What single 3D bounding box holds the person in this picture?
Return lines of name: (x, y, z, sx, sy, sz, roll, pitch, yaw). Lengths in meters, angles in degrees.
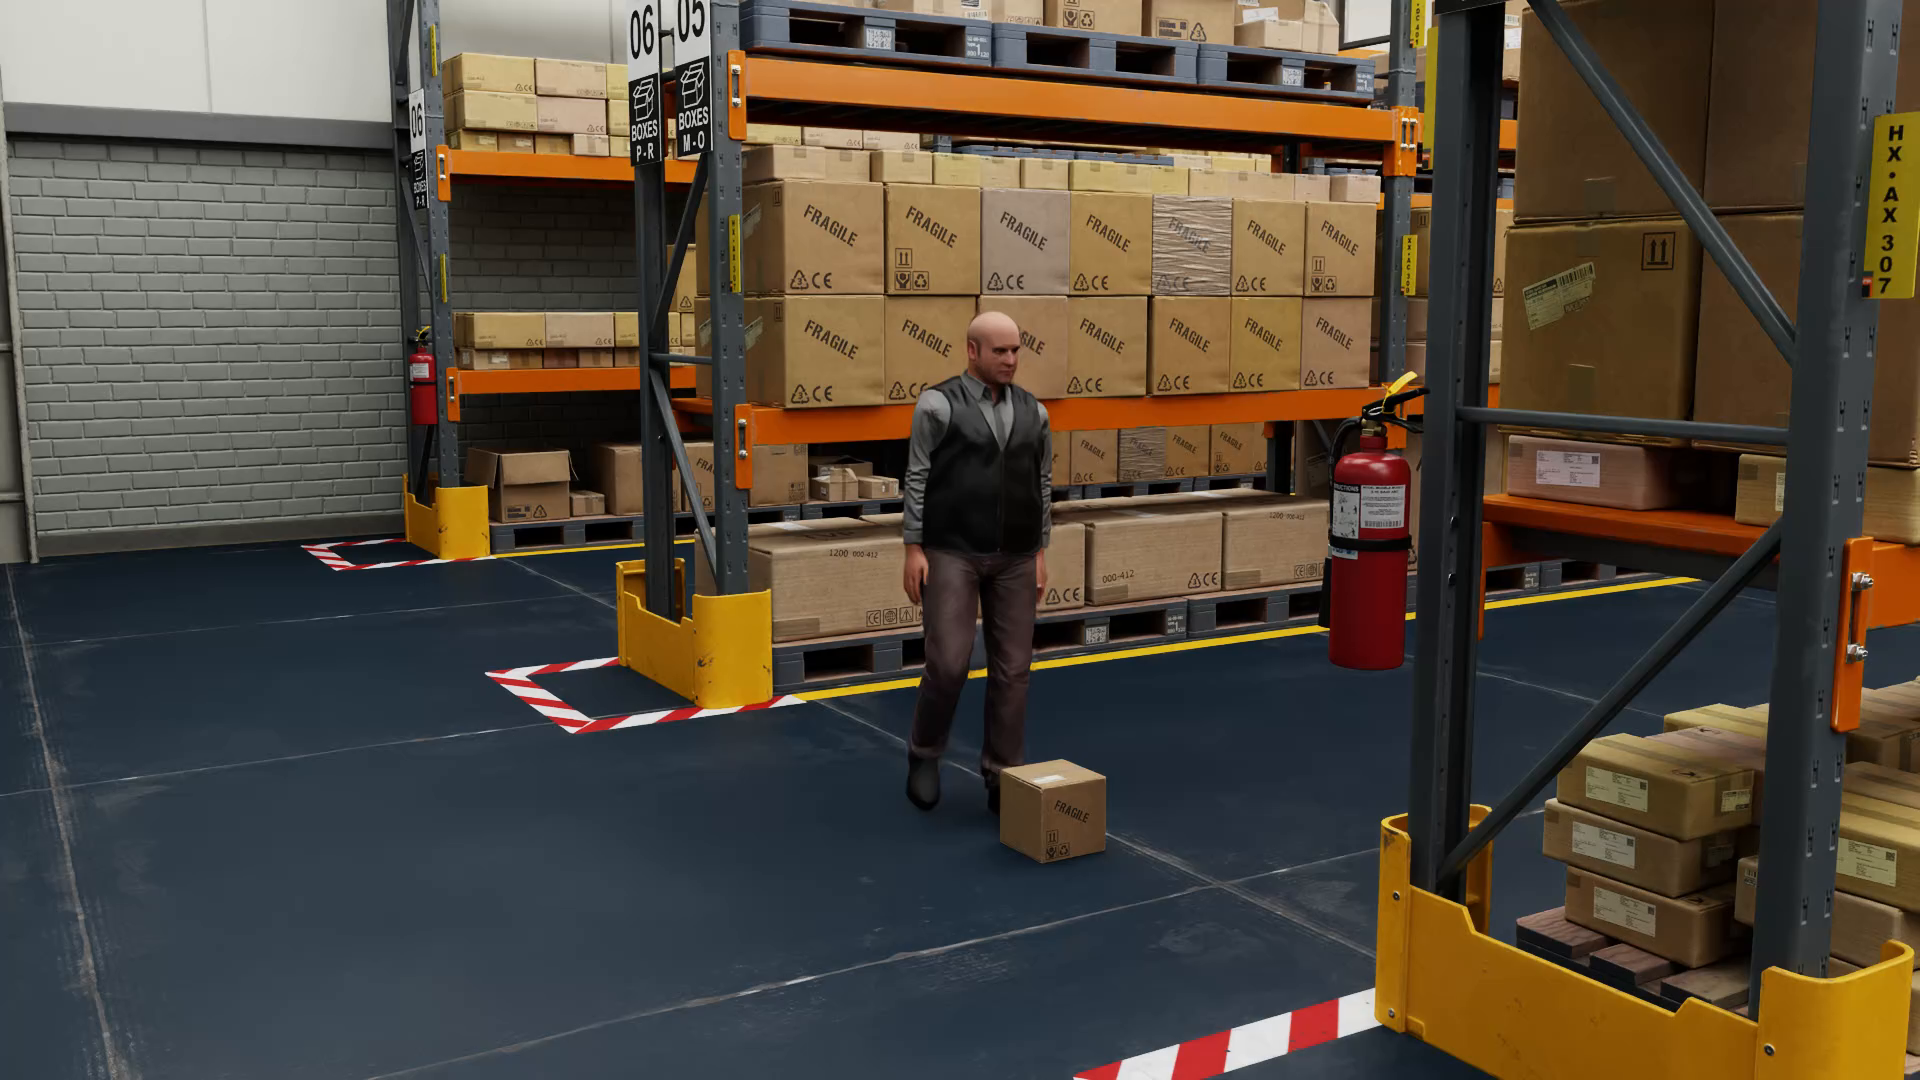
person: (0.095, 0.085, 5.674, 0.562, 1.717, 0.506, -3, 9, -23)
